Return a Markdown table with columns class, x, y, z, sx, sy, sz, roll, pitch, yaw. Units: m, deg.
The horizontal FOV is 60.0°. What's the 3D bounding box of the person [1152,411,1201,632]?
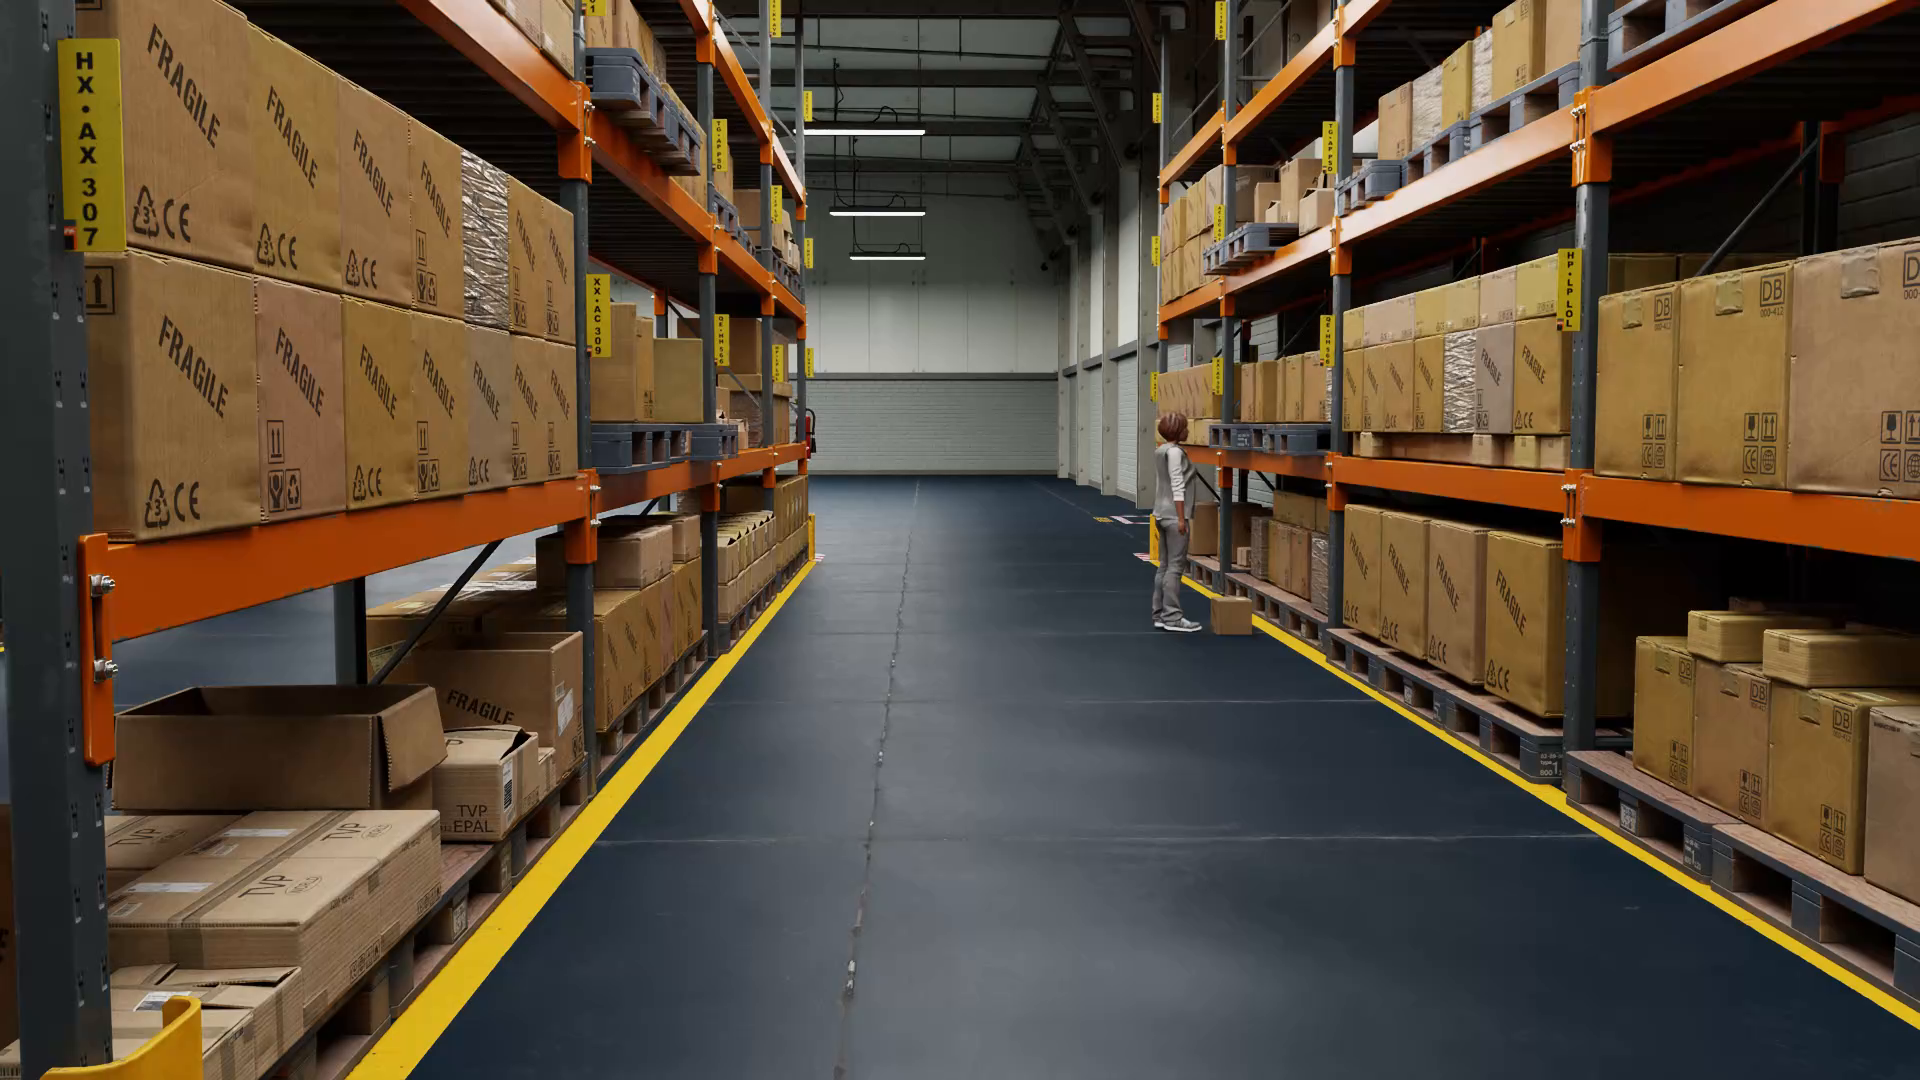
| class | x | y | z | sx | sy | sz | roll | pitch | yaw |
| --- | --- | --- | --- | --- | --- | --- | --- | --- | --- |
| person | 1.580 | -0.140 | 12.211 | 0.313 | 1.604 | 0.408 | -1 | 4 | -9 |
